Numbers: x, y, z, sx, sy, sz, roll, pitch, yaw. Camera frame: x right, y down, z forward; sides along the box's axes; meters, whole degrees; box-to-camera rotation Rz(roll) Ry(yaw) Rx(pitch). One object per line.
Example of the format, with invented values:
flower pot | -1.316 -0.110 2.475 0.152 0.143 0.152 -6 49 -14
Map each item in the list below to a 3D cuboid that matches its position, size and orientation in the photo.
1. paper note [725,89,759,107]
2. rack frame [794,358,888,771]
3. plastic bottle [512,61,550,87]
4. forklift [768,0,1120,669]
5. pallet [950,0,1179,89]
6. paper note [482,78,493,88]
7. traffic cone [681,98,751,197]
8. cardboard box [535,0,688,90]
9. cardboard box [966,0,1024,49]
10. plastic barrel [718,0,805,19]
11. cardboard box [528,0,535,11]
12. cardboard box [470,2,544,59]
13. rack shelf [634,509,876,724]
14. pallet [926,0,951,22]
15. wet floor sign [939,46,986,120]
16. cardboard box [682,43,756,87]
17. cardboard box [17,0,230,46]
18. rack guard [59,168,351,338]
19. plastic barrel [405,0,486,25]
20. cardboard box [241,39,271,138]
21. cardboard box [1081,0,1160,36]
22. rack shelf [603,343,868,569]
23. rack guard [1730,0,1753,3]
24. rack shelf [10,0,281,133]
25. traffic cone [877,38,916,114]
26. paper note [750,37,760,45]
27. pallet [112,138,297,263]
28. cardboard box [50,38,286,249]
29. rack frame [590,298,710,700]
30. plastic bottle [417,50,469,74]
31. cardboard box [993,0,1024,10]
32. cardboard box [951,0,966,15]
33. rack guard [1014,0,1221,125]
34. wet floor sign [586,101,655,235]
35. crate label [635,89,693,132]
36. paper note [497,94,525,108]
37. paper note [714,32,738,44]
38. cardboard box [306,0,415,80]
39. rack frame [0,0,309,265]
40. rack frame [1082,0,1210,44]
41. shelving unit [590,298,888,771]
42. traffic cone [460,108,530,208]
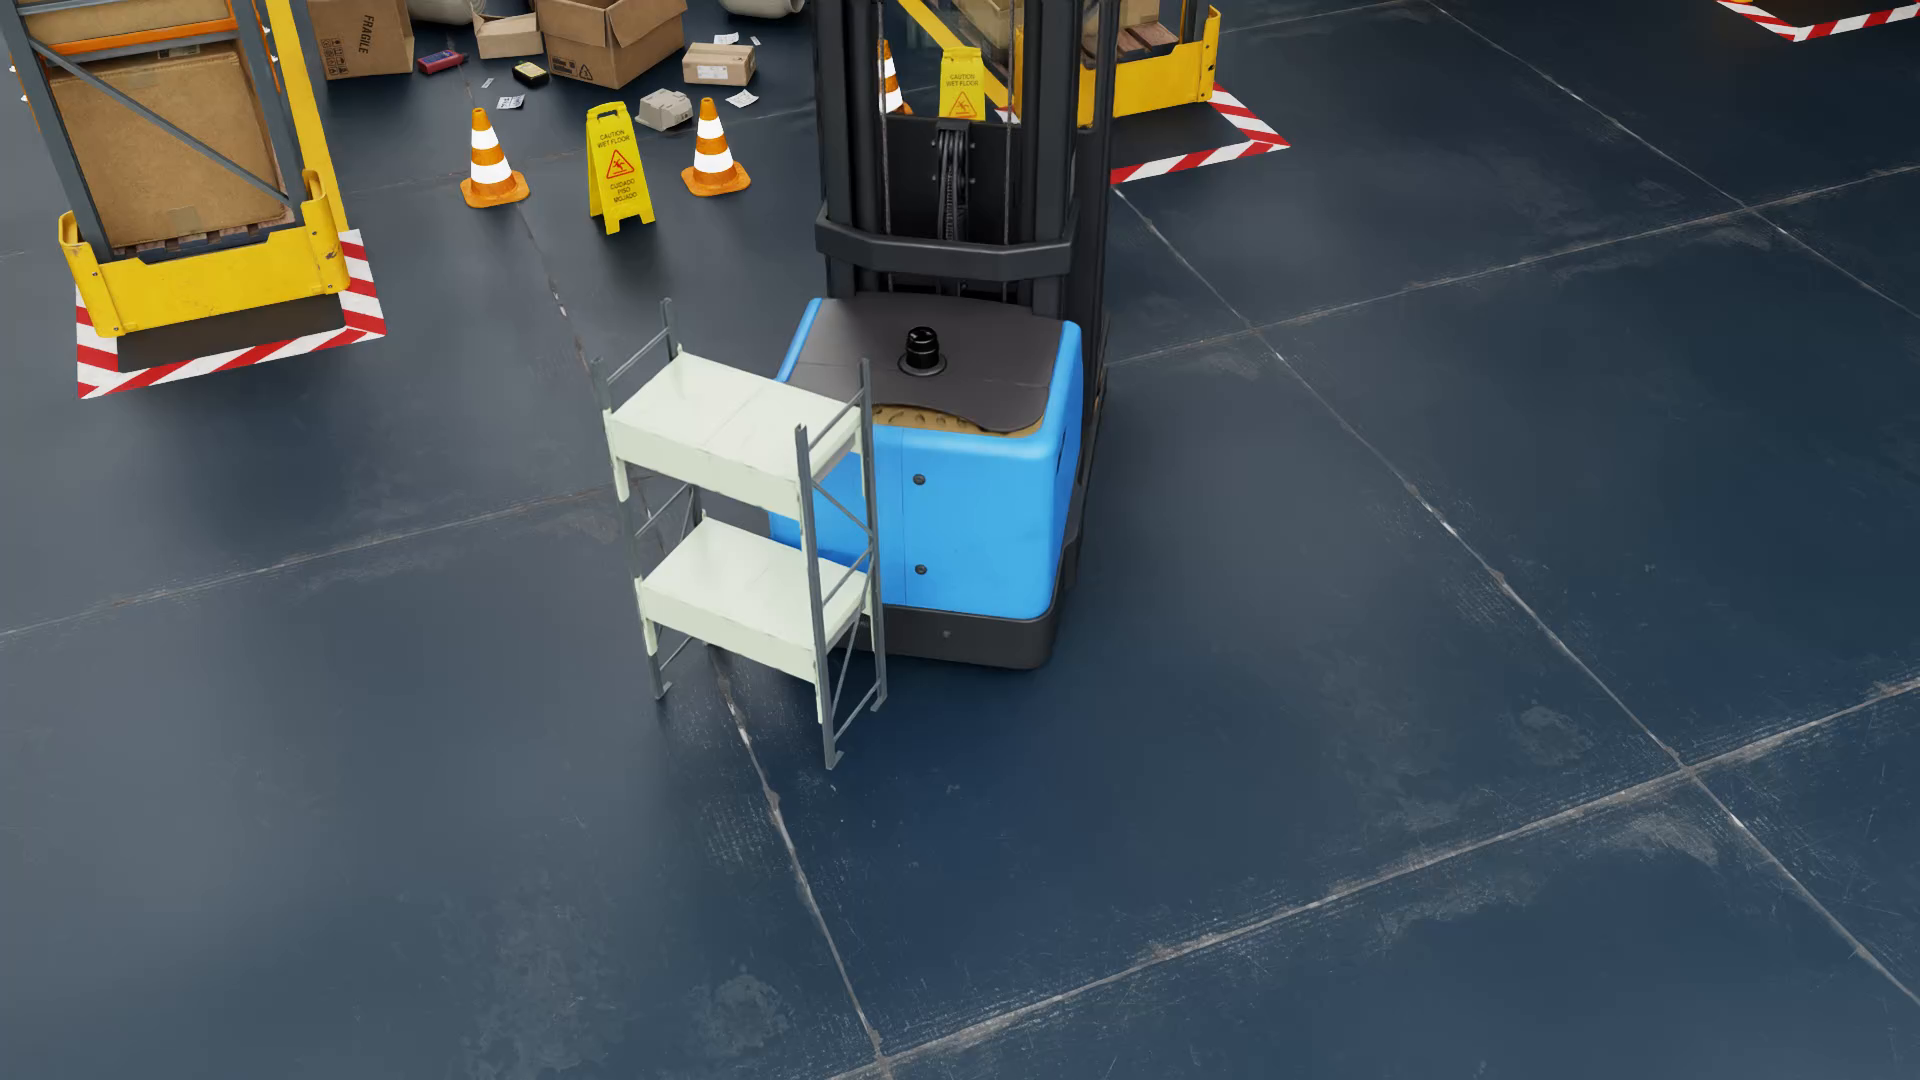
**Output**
paper note | -1.273 -2.587 9.734 0.148 0.019 0.142 -31 49 -31
rack frame | -0.373 0.125 5.449 0.023 1.500 0.400 19 45 21
plastic bottle | -2.589 -2.799 9.958 0.133 0.061 0.283 -31 49 -31
forklift | 0.055 -1.603 6.366 1.130 2.935 3.031 6 41 7
pallet | 0.620 -3.126 10.223 1.003 0.211 1.213 -15 43 -17
paper note | -2.815 -2.723 9.909 0.032 0.001 0.123 5 41 6
traffic cone | -1.324 -2.133 8.876 0.336 0.463 0.334 -15 43 -17
cardboard box | -2.084 -3.119 9.992 0.637 0.503 0.797 19 44 20
cardboard box | 0.361 -3.190 9.946 0.500 0.250 0.500 -15 43 -17
plastic barrel | -1.261 -3.529 10.529 0.512 0.421 0.421 12 42 13
cardboard box | -2.449 -3.732 10.600 0.797 0.637 0.503 -15 43 -17
cardboard box | -2.778 -3.141 10.199 0.396 0.266 0.258 -8 41 -9
rack shelf | -0.695 0.258 5.794 0.720 0.370 0.431 19 45 21
pallet | 0.157 -3.860 11.077 1.003 0.211 1.213 -15 43 -17
wet floor sign | 0.012 -2.365 9.006 0.267 0.644 0.232 -2 41 -2
cardboard box | -1.440 -2.844 9.943 0.380 0.149 0.250 5 41 6
cardboard box | -3.791 -2.613 7.373 0.875 0.550 0.550 -15 43 -17
rack guard | -3.598 -1.381 7.973 1.175 0.500 0.348 -15 43 -17
plastic barrel | -3.286 -3.476 10.467 0.512 0.421 0.421 12 42 13
cardboard box | -4.266 -2.619 8.802 0.875 0.875 0.875 -16 43 -18
cardboard box | 0.874 -3.311 10.087 0.500 0.250 0.500 -15 43 -17
rack shelf | -0.701 -0.278 5.319 0.720 0.370 0.431 19 45 21
rack guard | 5.521 -3.918 10.922 1.175 0.500 0.348 -15 43 -17
rack shelf | -4.372 -3.276 8.810 1.077 0.370 4.000 -15 43 -17
traffic cone | -0.429 -2.615 9.436 0.336 0.463 0.334 -15 43 -17
paper note | -1.275 -3.111 10.360 0.032 0.001 0.123 -15 43 -17
pallet | -3.985 -1.748 8.621 1.003 0.211 1.213 -15 43 -17
cardboard box | -3.928 -2.089 8.187 0.875 0.875 0.875 -15 43 -17
rack frame | -1.022 -0.097 5.706 0.023 1.500 0.400 19 45 21
plastic bottle | -3.134 -2.910 10.087 0.283 0.061 0.133 -31 49 -31
cardboard box | 0.380 -3.458 9.682 0.500 0.500 0.500 -15 43 -17
cardboard box | 0.179 -3.490 10.295 0.500 0.250 0.500 -15 43 -17
rack guard | 0.899 -2.737 9.550 1.175 0.500 0.348 -15 43 -17
wet floor sign | -1.767 -1.928 8.497 0.267 0.644 0.232 -23 46 -24
crate label | -1.682 -2.468 9.515 0.298 0.136 0.250 27 47 27
paper note | -2.622 -2.560 9.705 0.144 0.017 0.142 -2 41 -2
paper note | -1.460 -3.131 10.377 0.148 0.019 0.142 -2 41 -2
cardboard box | -3.595 -3.127 10.001 0.500 0.500 0.500 -8 41 -9
rack frame | -3.607 -2.344 7.175 1.000 3.000 0.127 -15 43 -17
rack frame | 0.928 -3.639 8.682 1.000 3.000 0.127 -15 43 -17
shelving unit | -0.697 0.014 5.578 0.755 1.500 0.431 19 45 21
traffic cone | -2.498 -2.056 8.786 0.336 0.463 0.334 -15 43 -17
